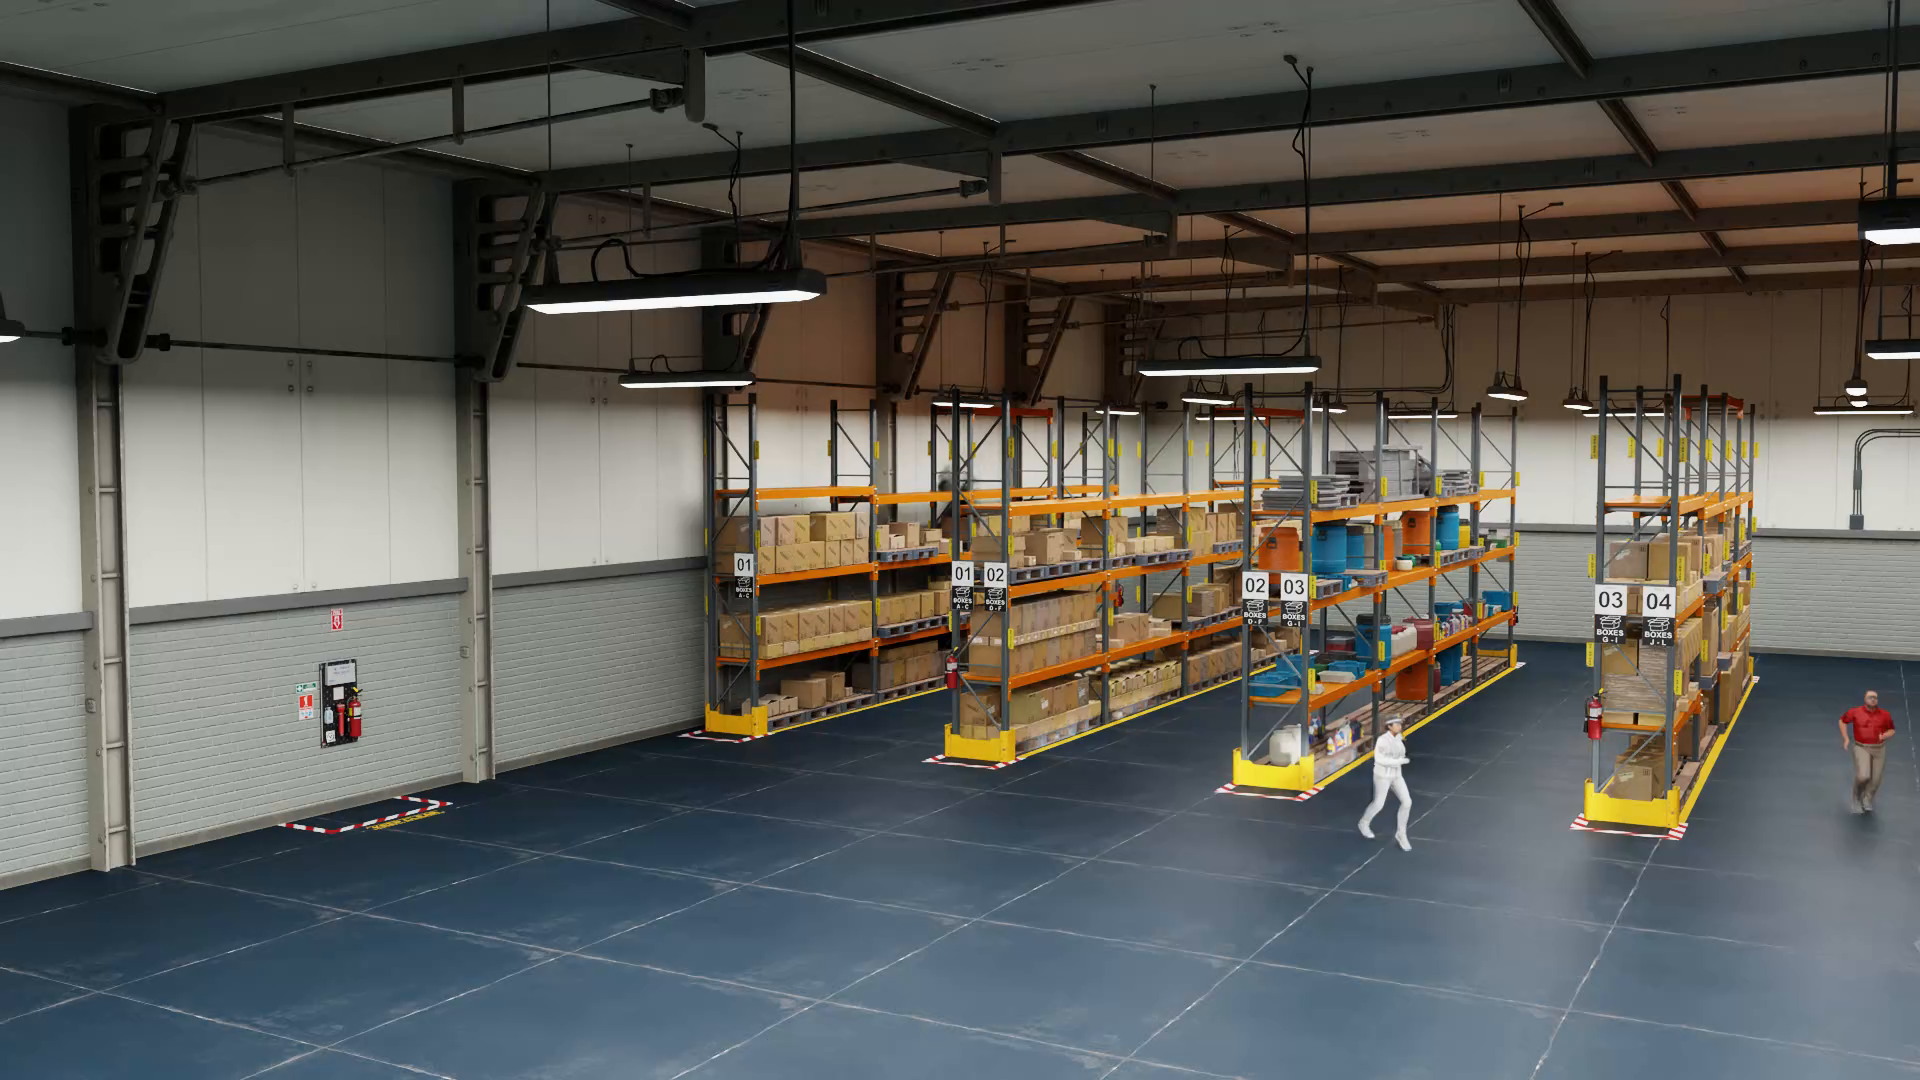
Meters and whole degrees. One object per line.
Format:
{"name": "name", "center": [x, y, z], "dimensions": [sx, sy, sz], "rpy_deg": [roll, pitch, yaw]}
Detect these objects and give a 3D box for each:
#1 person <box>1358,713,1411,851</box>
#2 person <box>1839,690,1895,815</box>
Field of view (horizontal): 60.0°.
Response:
{"name": "person", "center": [5.390, 2.940, 21.088], "dimensions": [0.632, 1.547, 0.834], "rpy_deg": [-2, 4, -37]}
{"name": "person", "center": [12.445, 2.917, 22.765], "dimensions": [0.637, 1.721, 0.685], "rpy_deg": [1, 3, 13]}
